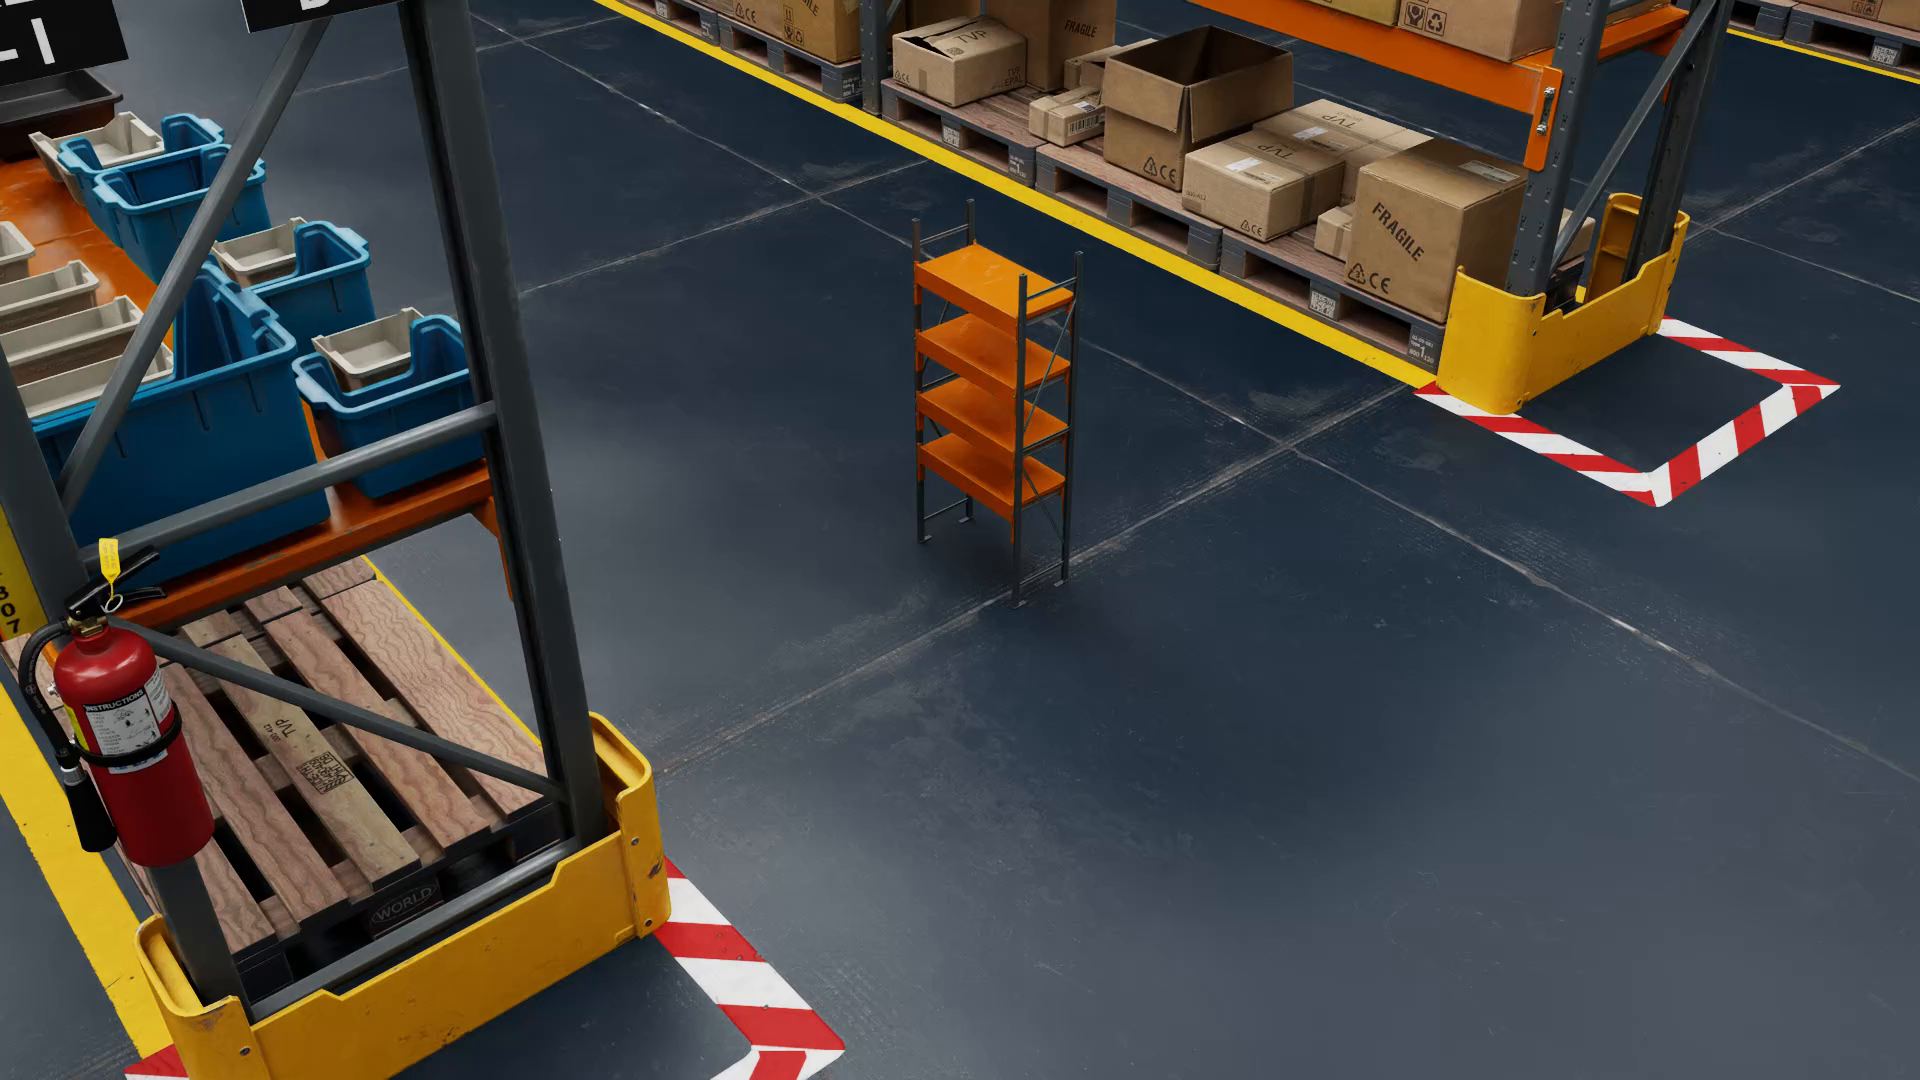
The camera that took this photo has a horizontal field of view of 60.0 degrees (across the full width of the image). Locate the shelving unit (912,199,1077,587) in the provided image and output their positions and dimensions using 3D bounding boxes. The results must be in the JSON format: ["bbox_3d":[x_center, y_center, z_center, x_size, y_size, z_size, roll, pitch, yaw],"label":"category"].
[{"bbox_3d":[0.105,-0.418,5.301,0.258,1.200,0.499,-26,43,-32],"label":"shelving unit"}]

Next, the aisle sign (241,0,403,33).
[{"bbox_3d":[-1.040,-1.244,2.662,0.394,0.787,0.004,-26,43,-32],"label":"aisle sign"}]

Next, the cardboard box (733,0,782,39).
[{"bbox_3d":[-0.959,-3.208,9.466,0.500,0.500,0.500,-26,43,-32],"label":"cardboard box"}]

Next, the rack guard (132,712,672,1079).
[{"bbox_3d":[-1.288,0.922,4.016,1.175,0.500,0.348,-26,43,-32],"label":"rack guard"}]

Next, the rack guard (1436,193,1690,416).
[{"bbox_3d":[2.423,-0.963,6.678,1.175,0.500,0.348,-26,43,-32],"label":"rack guard"}]

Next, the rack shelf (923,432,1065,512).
[{"bbox_3d":[0.107,-0.232,5.431,0.221,0.050,0.457,-26,43,-32],"label":"rack shelf"}]

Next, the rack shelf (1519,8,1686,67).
[{"bbox_3d":[1.182,-2.648,7.285,0.919,0.052,3.809,-26,43,-32],"label":"rack shelf"}]

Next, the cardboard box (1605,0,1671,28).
[{"bbox_3d":[2.388,-2.285,6.294,0.500,0.500,0.500,-25,42,-31],"label":"cardboard box"}]

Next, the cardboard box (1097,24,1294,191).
[{"bbox_3d":[1.108,-2.049,7.827,0.797,0.503,0.637,-26,43,-32],"label":"cardboard box"}]

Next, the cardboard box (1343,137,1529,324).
[{"bbox_3d":[1.933,-1.257,6.712,0.500,0.500,0.500,-26,43,-32],"label":"cardboard box"}]

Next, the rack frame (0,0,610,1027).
[{"bbox_3d":[-1.314,-0.104,3.302,1.000,3.000,0.127,-26,43,-32],"label":"rack frame"}]

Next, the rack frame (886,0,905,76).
[{"bbox_3d":[-0.106,-3.717,8.403,0.949,2.616,0.053,-26,43,-32],"label":"rack frame"}]

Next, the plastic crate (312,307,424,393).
[{"bbox_3d":[-1.365,-0.425,3.931,0.250,0.136,0.298,-26,43,-32],"label":"plastic crate"}]

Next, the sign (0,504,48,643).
[{"bbox_3d":[-1.724,0.042,2.955,0.100,0.325,0.005,-26,43,-32],"label":"sign"}]

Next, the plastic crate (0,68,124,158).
[{"bbox_3d":[-2.968,-1.388,5.301,0.437,0.125,0.590,-26,43,-32],"label":"plastic crate"}]

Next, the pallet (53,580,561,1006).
[{"bbox_3d":[-1.816,0.655,4.642,1.003,0.211,1.213,-26,43,-32],"label":"pallet"}]

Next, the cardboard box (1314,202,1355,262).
[{"bbox_3d":[1.741,-1.334,7.109,0.380,0.166,0.250,-26,43,-32],"label":"cardboard box"}]

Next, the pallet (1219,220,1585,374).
[{"bbox_3d":[-25.776,-11.246,13.843,28.867,8.999,54.027,-26,43,-32],"label":"pallet"}]

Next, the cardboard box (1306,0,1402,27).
[{"bbox_3d":[1.638,-2.315,6.336,0.500,0.500,0.500,-26,43,-31],"label":"cardboard box"}]

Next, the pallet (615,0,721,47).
[{"bbox_3d":[-1.454,-3.462,10.455,1.003,0.211,1.213,-26,43,-32],"label":"pallet"}]

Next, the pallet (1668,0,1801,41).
[{"bbox_3d":[4.895,-3.523,10.542,1.003,0.211,1.213,-26,43,-32],"label":"pallet"}]

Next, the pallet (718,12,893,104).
[{"bbox_3d":[-0.663,-2.923,9.694,1.003,0.211,1.213,-26,43,-32],"label":"pallet"}]

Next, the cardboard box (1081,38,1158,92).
[{"bbox_3d":[0.960,-2.321,8.378,0.500,0.311,0.500,-26,43,-32],"label":"cardboard box"}]

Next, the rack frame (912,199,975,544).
[{"bbox_3d":[-0.051,-0.524,5.452,0.240,1.200,0.015,-26,43,-32],"label":"rack frame"}]

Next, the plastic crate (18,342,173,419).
[{"bbox_3d":[-1.978,-0.313,3.773,0.396,0.136,0.243,-26,43,-32],"label":"plastic crate"}]

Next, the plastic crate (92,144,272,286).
[{"bbox_3d":[-2.071,-0.873,4.481,0.416,0.233,0.300,-26,43,-32],"label":"plastic crate"}]

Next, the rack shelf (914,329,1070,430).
[{"bbox_3d":[0.107,-0.544,5.210,0.258,0.148,0.480,-26,43,-32],"label":"rack shelf"}]

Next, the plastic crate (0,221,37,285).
[{"bbox_3d":[-2.558,-0.684,4.297,0.298,0.136,0.250,-26,43,-32],"label":"plastic crate"}]

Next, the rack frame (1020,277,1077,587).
[{"bbox_3d":[0.264,-0.309,5.148,0.228,1.046,0.006,-26,43,-32],"label":"rack frame"}]

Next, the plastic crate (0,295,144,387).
[{"bbox_3d":[-2.154,-0.447,3.962,0.396,0.136,0.243,-26,43,-32],"label":"plastic crate"}]

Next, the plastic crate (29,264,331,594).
[{"bbox_3d":[-1.673,-0.221,3.384,0.616,0.435,0.499,-26,43,-32],"label":"plastic crate"}]

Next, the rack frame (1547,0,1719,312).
[{"bbox_3d":[2.475,-1.951,5.910,0.949,2.616,0.053,-26,43,-32],"label":"rack frame"}]

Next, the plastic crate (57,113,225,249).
[{"bbox_3d":[-2.265,-1.006,4.668,0.416,0.233,0.300,-26,43,-32],"label":"plastic crate"}]
